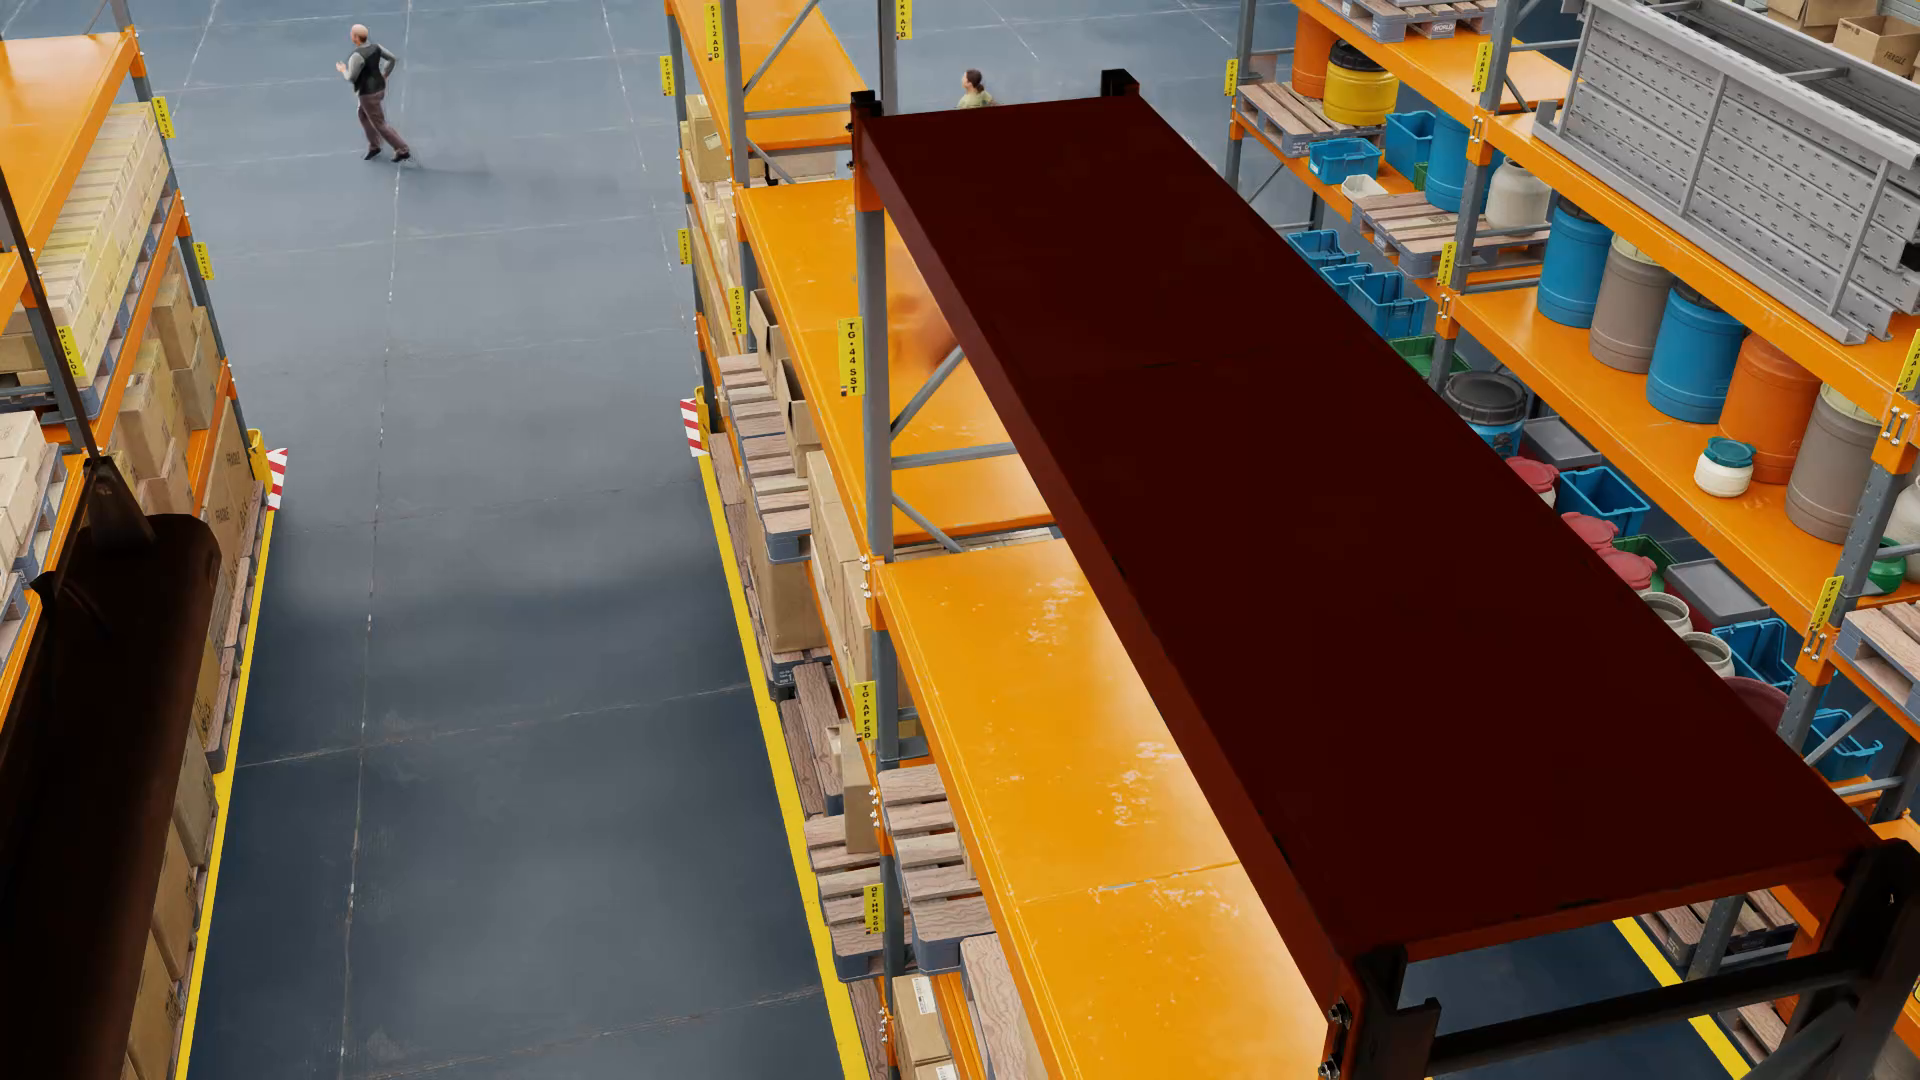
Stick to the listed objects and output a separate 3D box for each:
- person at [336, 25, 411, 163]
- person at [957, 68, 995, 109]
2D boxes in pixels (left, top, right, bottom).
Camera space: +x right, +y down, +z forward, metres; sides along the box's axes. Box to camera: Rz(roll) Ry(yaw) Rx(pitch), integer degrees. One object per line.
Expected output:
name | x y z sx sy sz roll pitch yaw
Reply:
person | -7.272 -5.491 20.586 0.778 1.782 0.630 4 35 7
person | 0.090 -4.743 19.534 0.626 1.638 0.558 5 35 7
